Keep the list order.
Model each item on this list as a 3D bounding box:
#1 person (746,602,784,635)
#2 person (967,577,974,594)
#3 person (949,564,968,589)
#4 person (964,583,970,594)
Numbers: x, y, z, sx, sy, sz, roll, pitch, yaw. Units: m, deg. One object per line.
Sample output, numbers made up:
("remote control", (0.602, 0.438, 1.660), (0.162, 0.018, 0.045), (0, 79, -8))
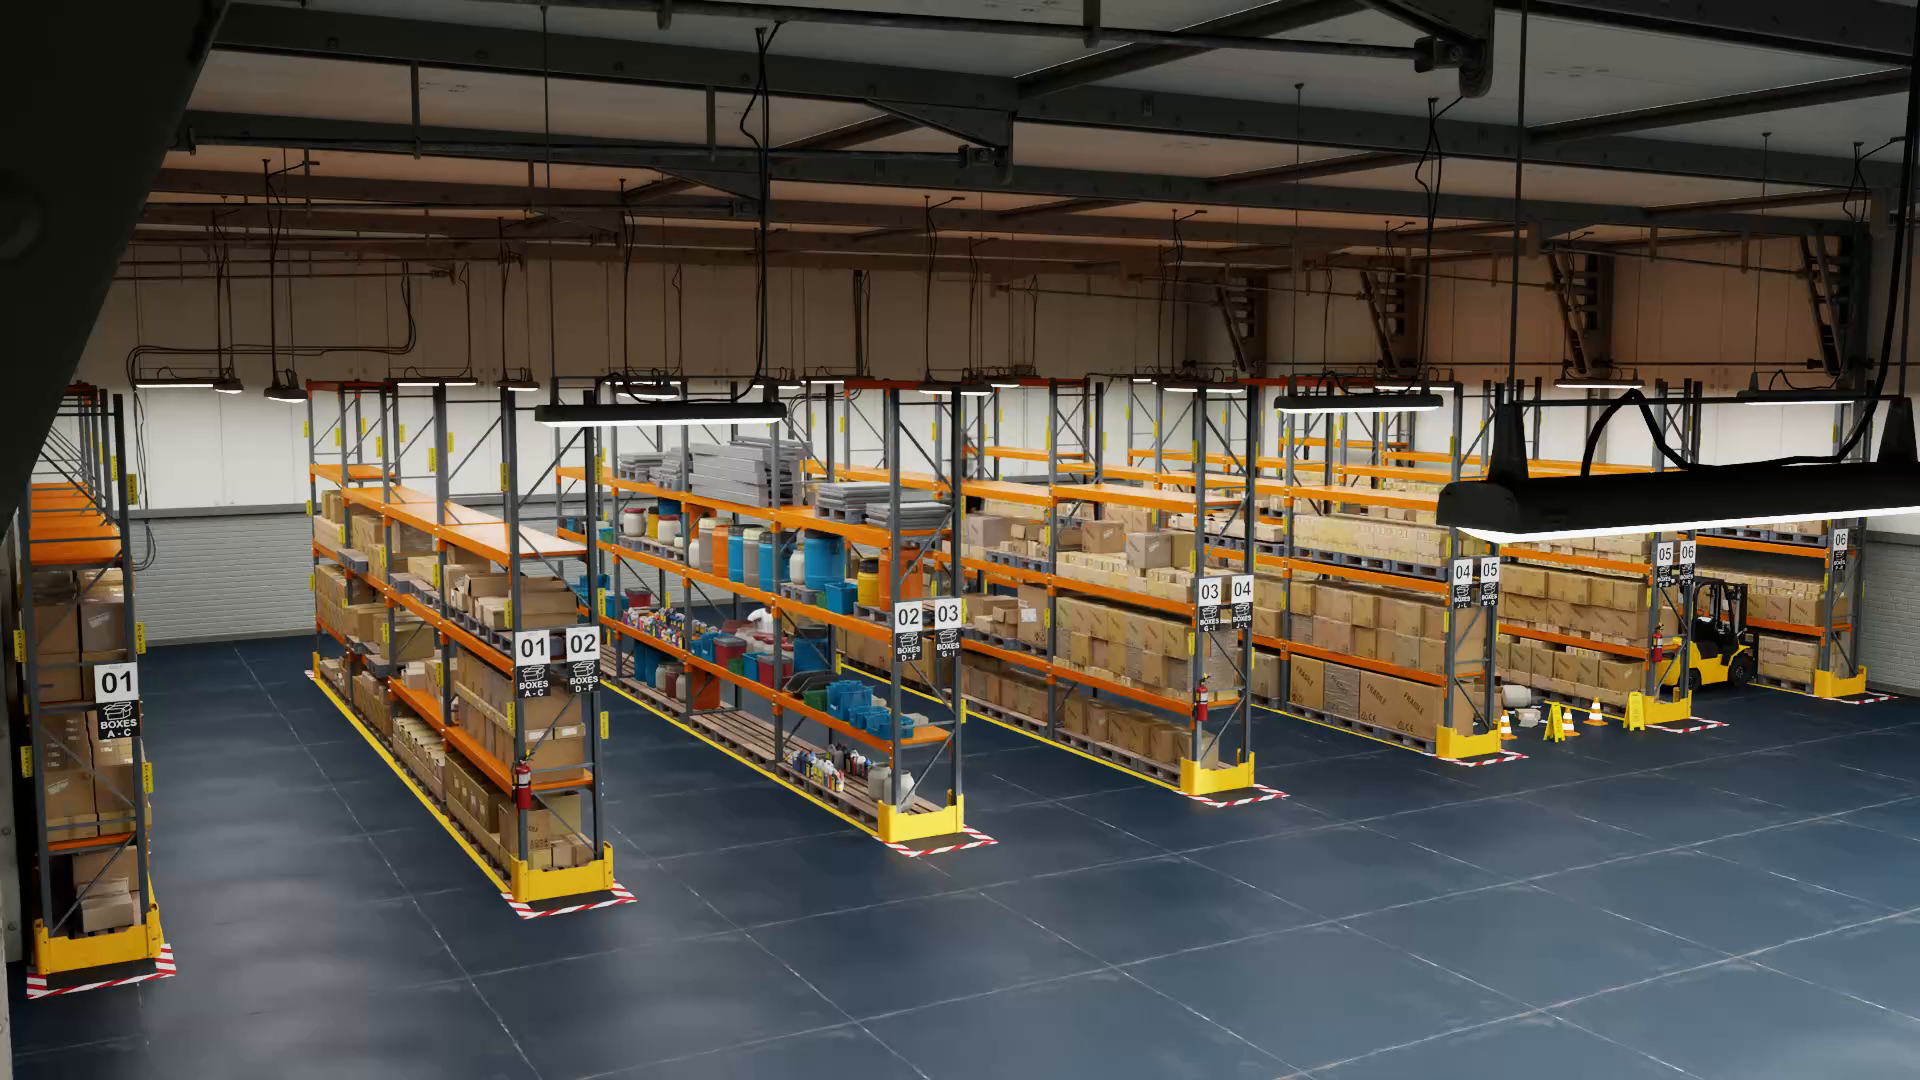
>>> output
("person", (-3.785, 1.950, 32.889), (0.710, 1.716, 0.773), (-6, 8, -42))
("person", (0.198, 1.066, 42.261), (0.566, 1.643, 0.725), (0, 6, 3))
("person", (-0.087, 1.387, 38.230), (0.681, 1.761, 0.859), (-2, 6, -19))
("person", (0.061, 1.679, 35.028), (0.600, 1.579, 0.660), (-4, 7, -31))
